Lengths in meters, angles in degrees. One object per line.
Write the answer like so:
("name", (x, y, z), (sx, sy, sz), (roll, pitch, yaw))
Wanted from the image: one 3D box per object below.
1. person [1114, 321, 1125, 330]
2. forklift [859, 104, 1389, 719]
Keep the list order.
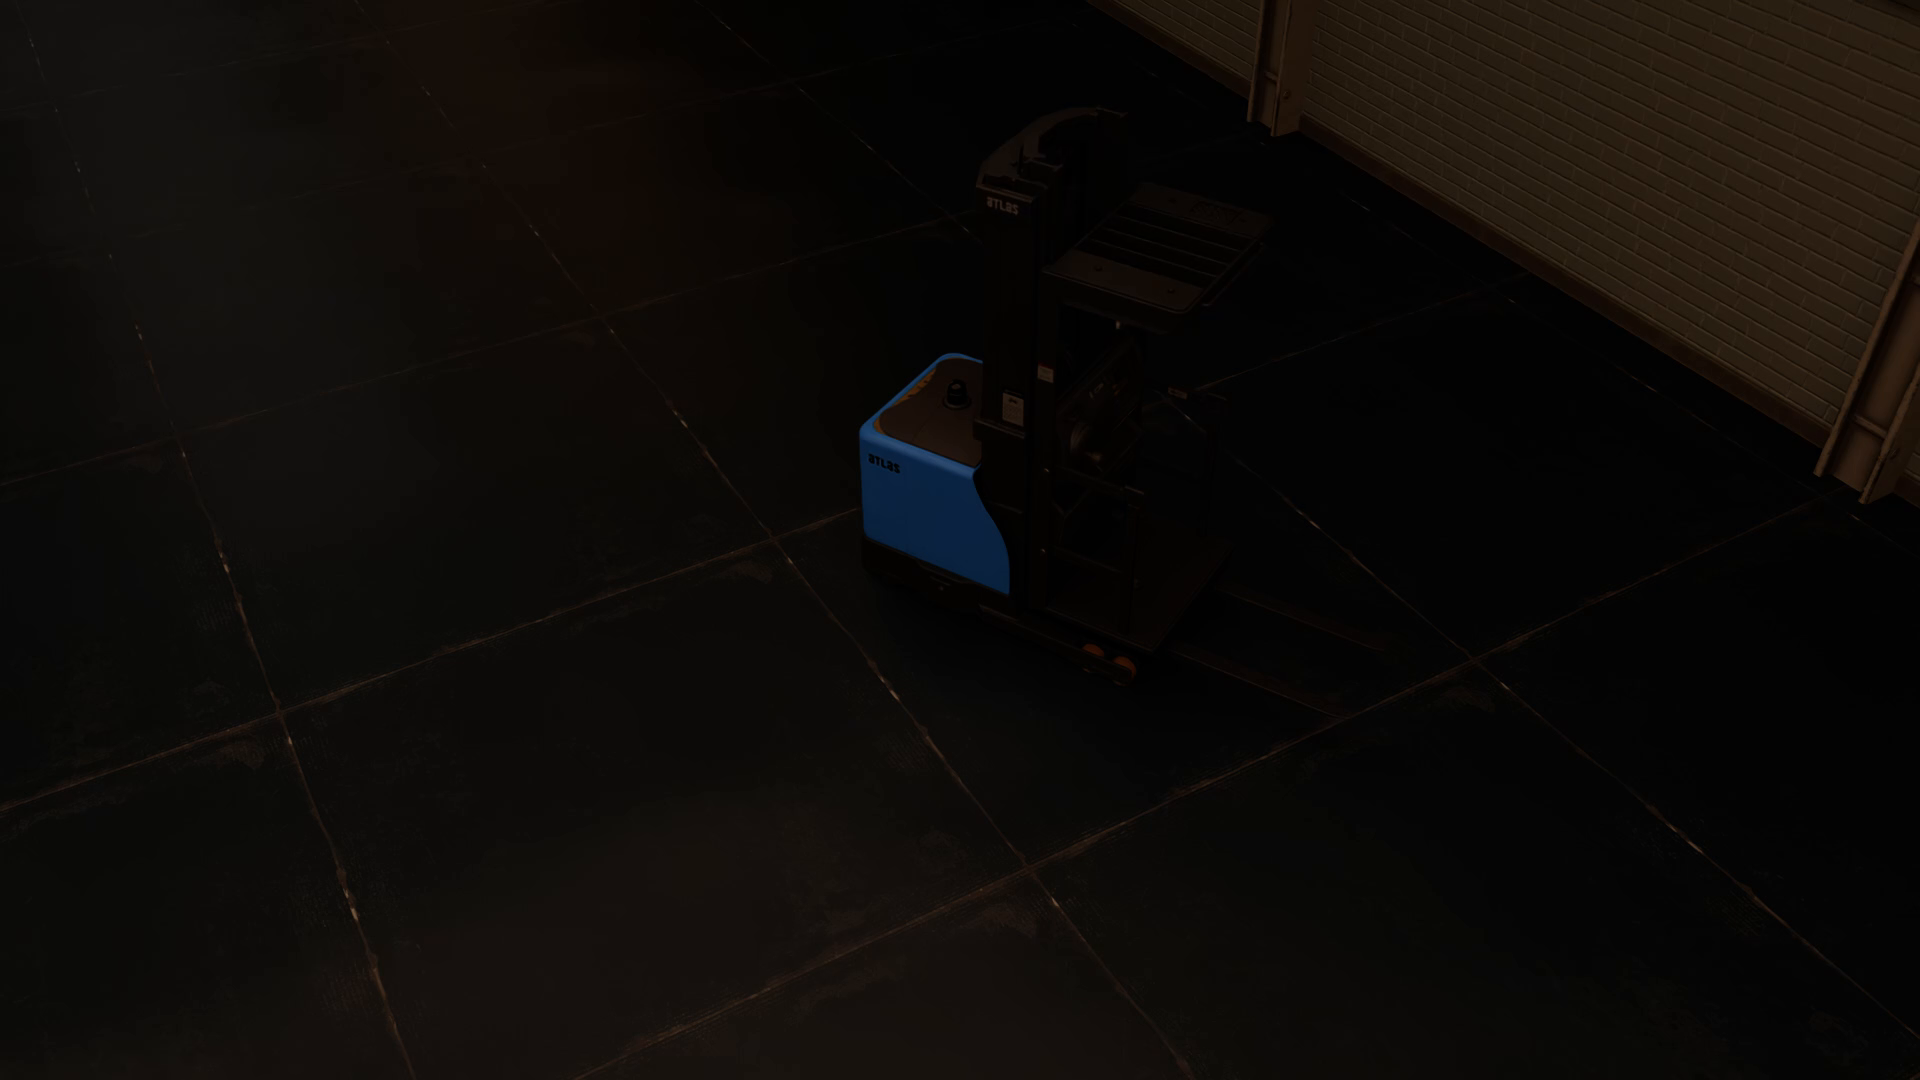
("person", (0.752, -0.845, 10.333), (1.116, 1.384, 0.888), (-14, 42, -16))
("forklift", (0.932, -0.699, 8.878), (3.031, 2.935, 1.130), (22, 44, 24))
